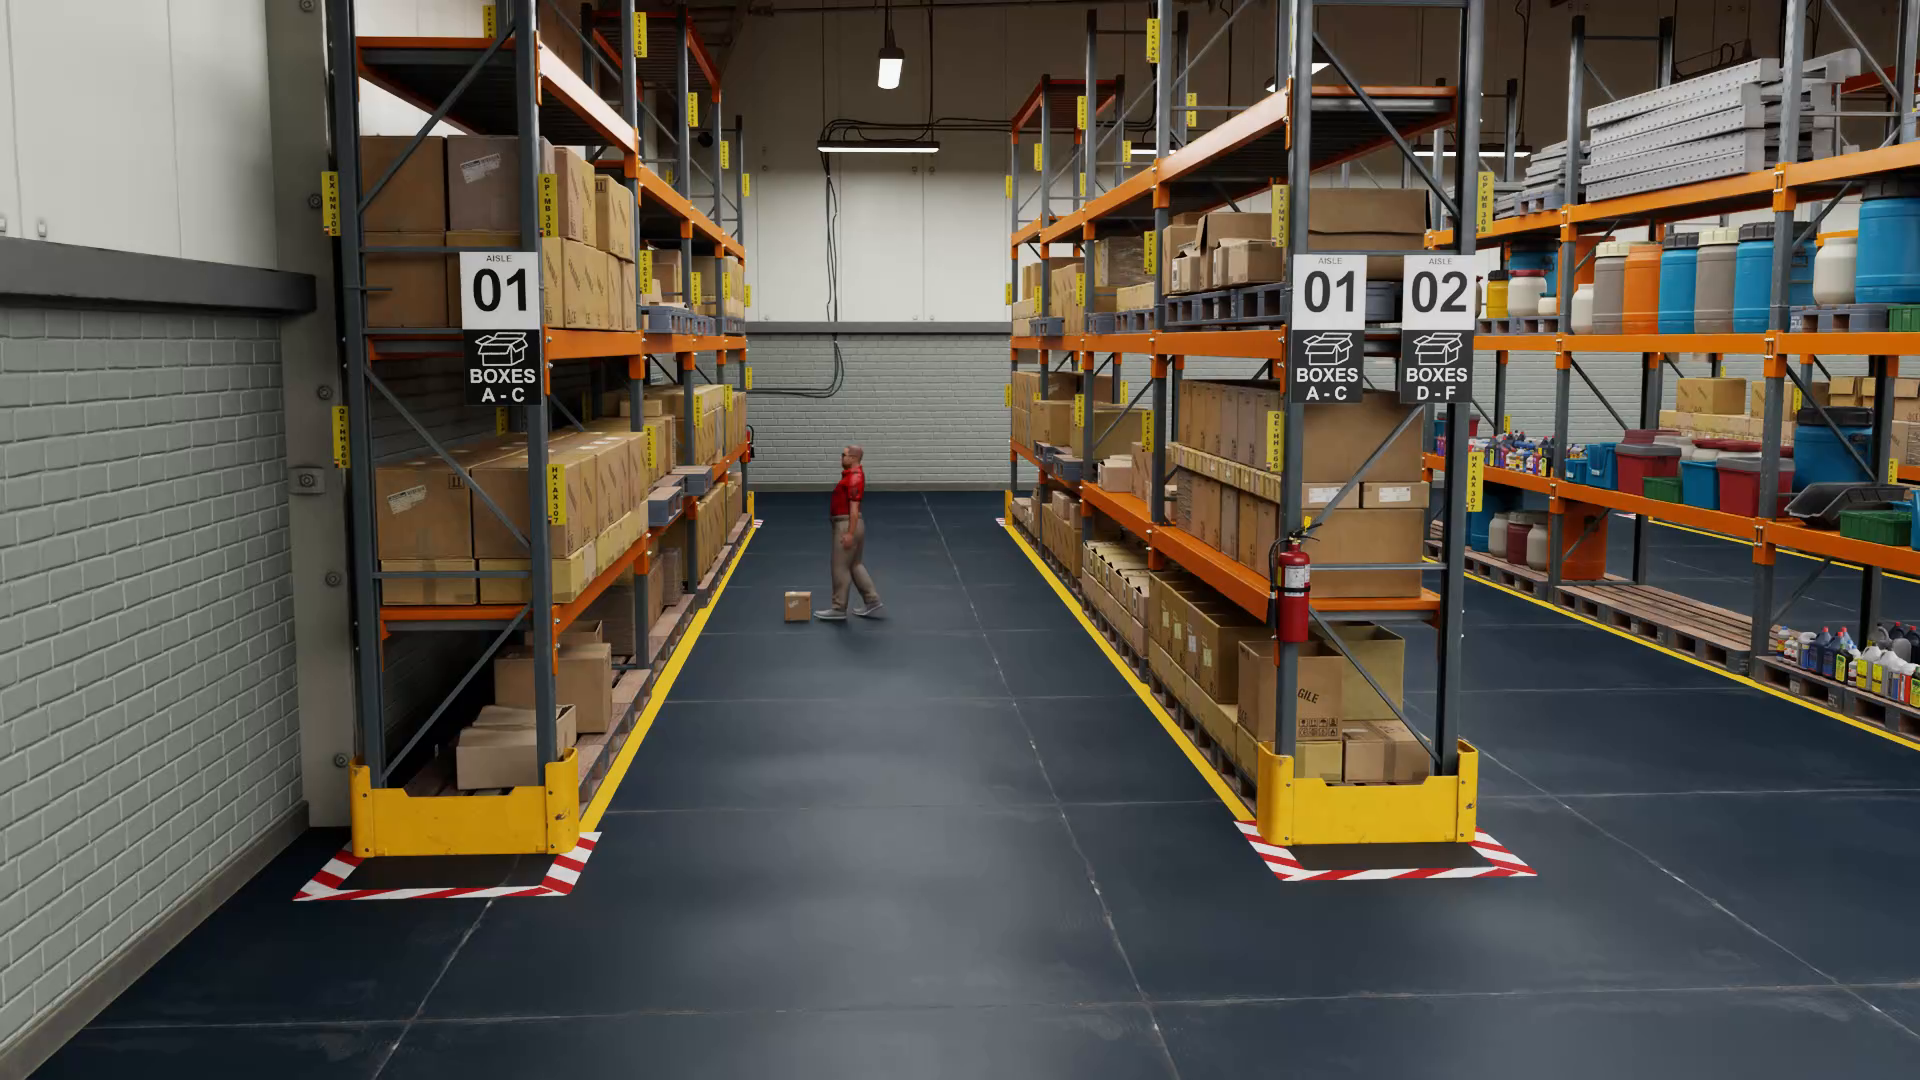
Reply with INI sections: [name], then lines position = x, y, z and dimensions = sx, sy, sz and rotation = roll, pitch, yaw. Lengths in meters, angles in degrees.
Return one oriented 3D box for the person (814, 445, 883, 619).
[person]
position = -1.112, -0.083, 16.479
dimensions = 0.670, 1.725, 0.555
rotation = 0, 7, 2
